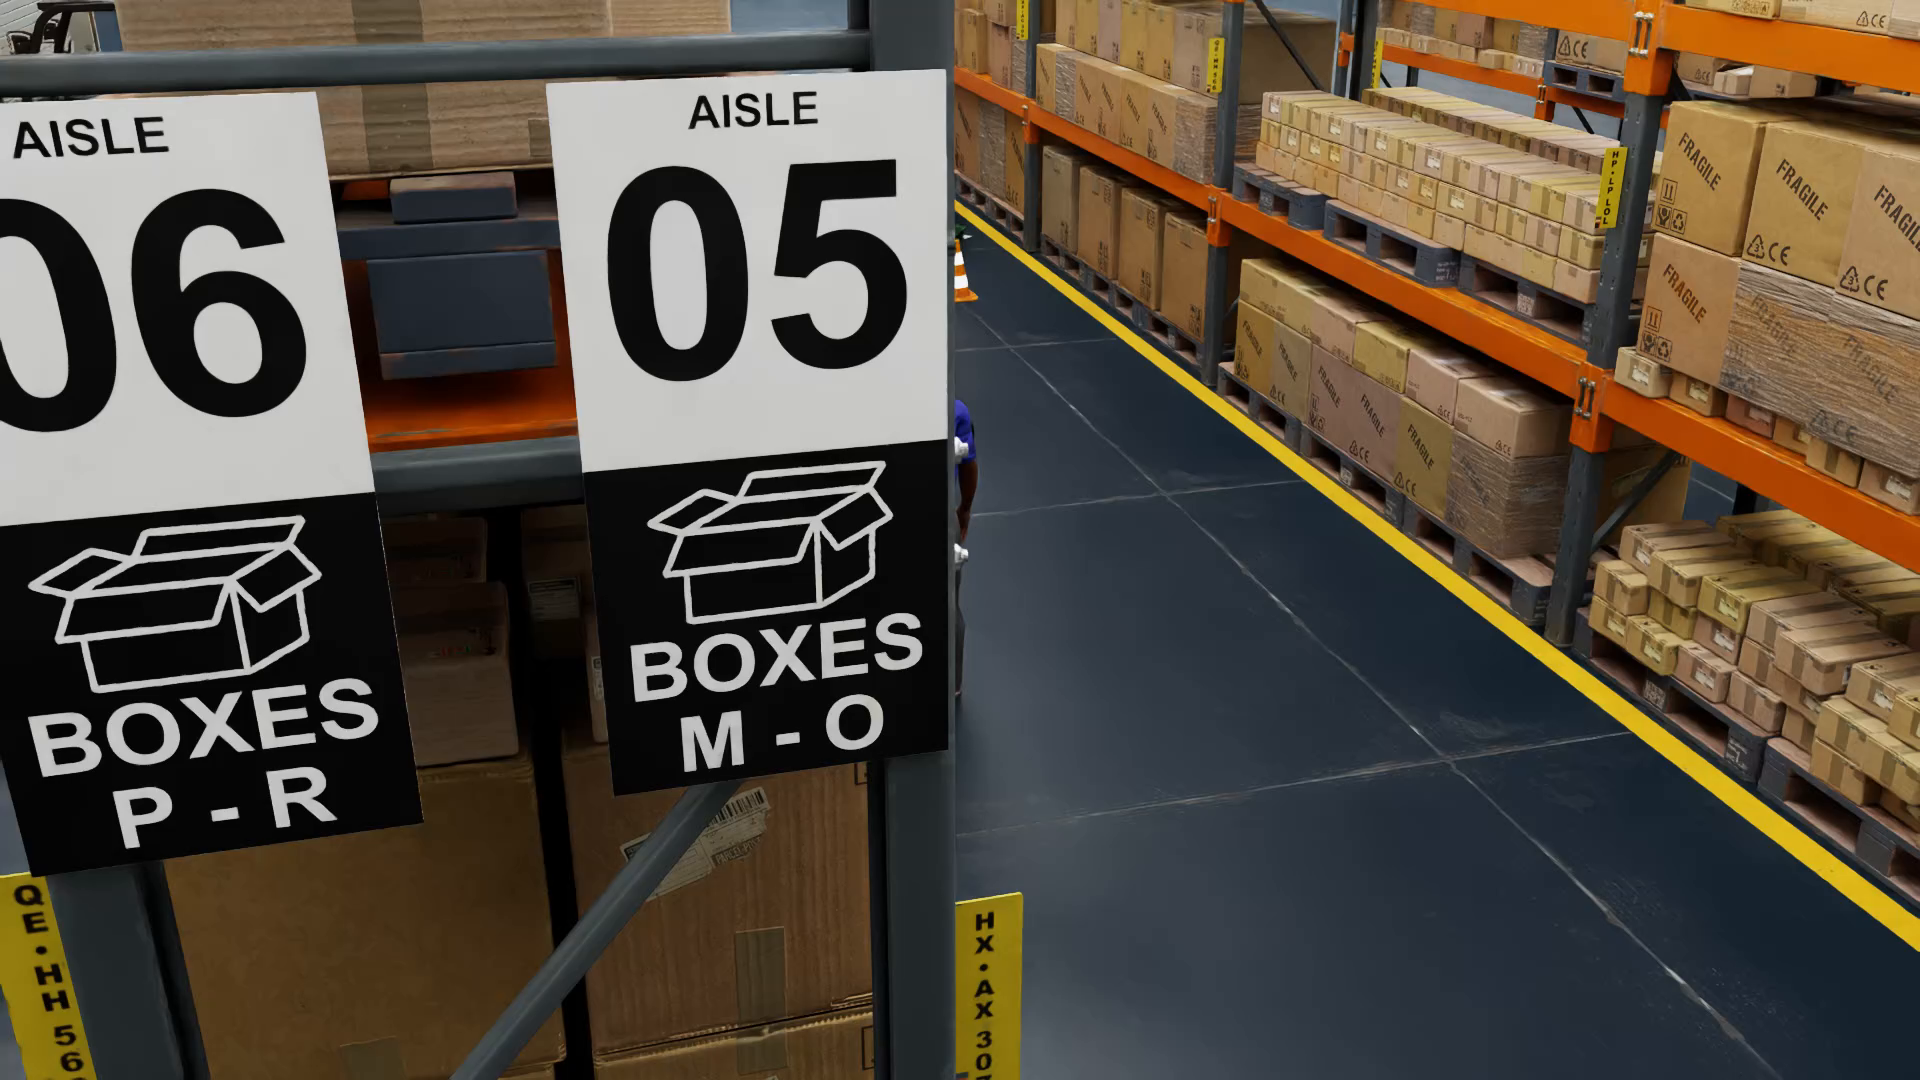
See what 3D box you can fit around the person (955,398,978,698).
[{"bbox_3d":[-0.203,-0.051,6.701,0.569,1.655,0.504,-12,26,-27],"label":"person"}]
